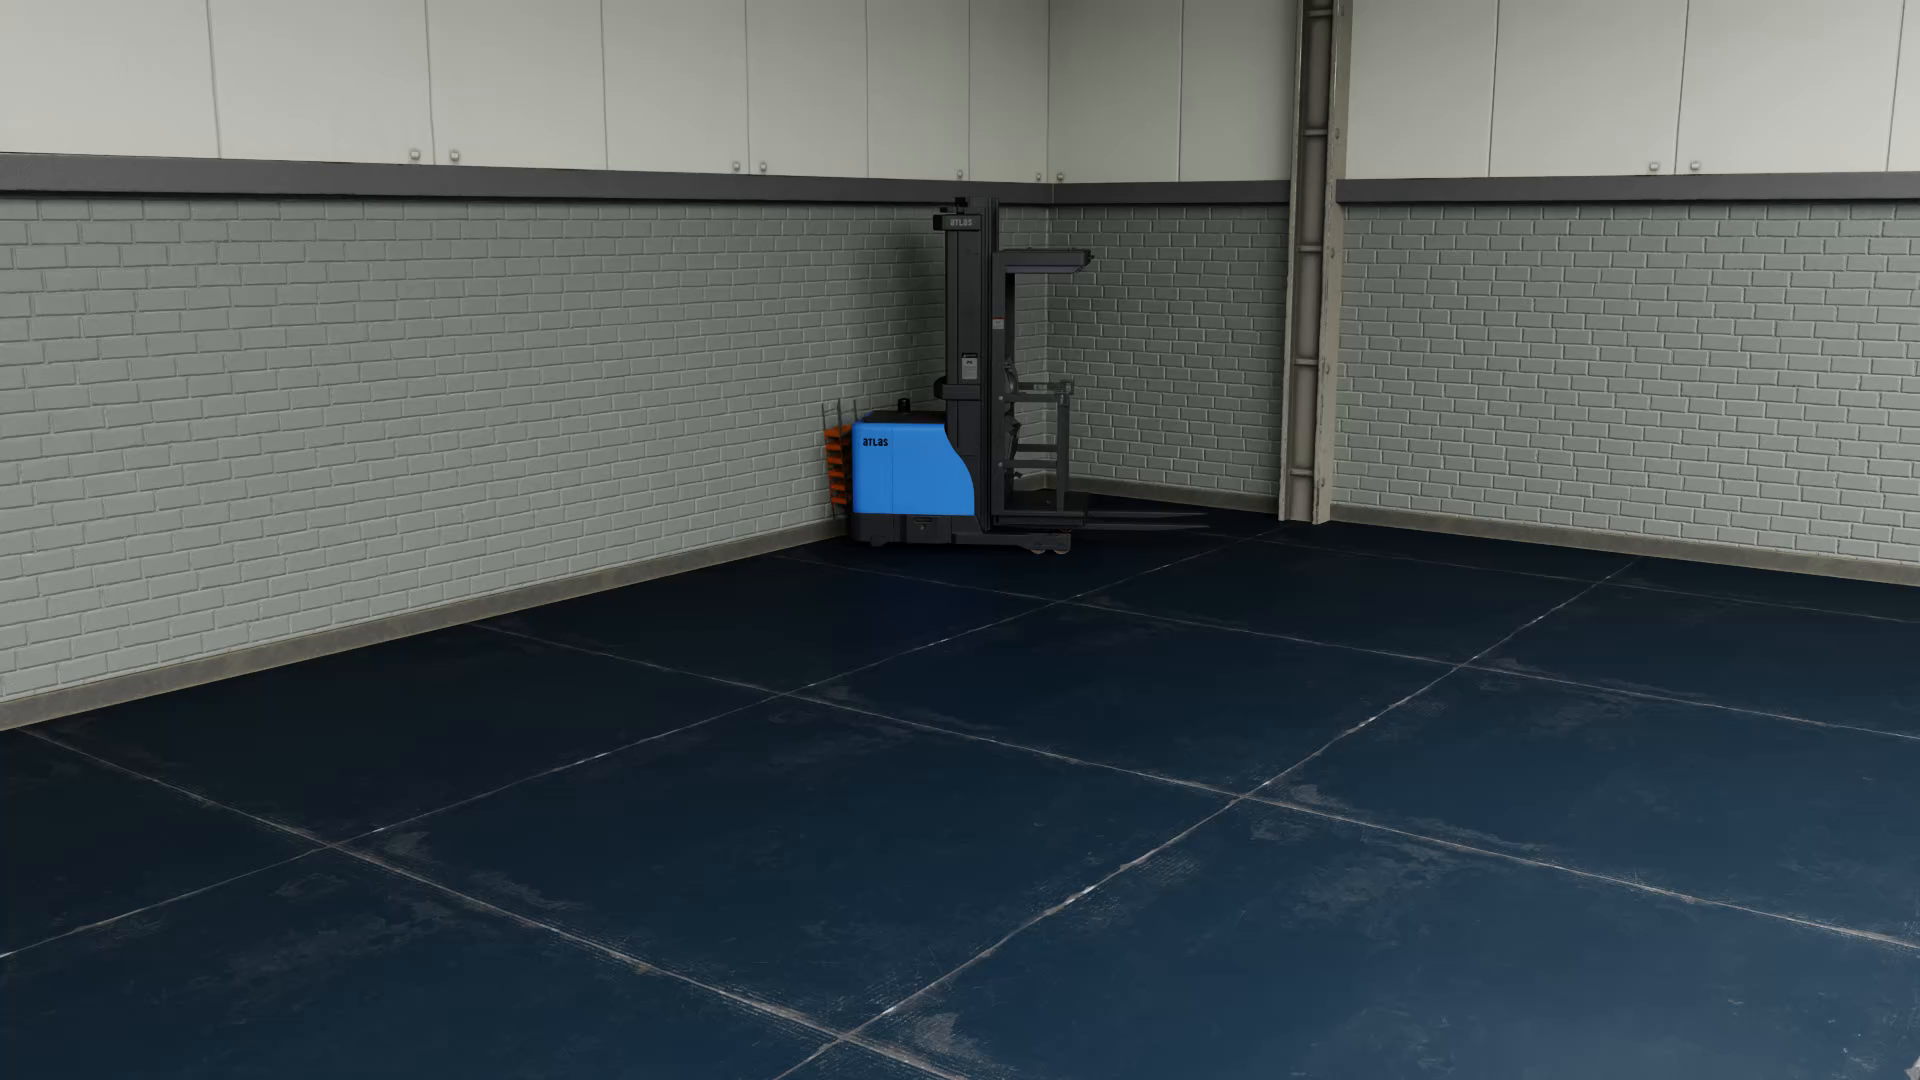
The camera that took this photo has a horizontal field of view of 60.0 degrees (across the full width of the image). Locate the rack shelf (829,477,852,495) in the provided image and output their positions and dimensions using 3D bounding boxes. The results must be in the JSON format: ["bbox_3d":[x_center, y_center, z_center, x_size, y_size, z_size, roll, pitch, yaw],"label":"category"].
[{"bbox_3d":[-0.994,-0.469,14.607,0.180,0.103,0.258,8,21,37],"label":"rack shelf"}]

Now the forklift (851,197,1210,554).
[{"bbox_3d":[0.625,-1.426,14.185,3.031,2.935,1.130,1,11,6],"label":"forklift"}]

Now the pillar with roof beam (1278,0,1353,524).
[{"bbox_3d":[0.663,-3.948,11.243,0.400,9.000,9.100,8,13,36],"label":"pillar with roof beam"}]

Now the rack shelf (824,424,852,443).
[{"bbox_3d":[-1.032,-0.927,14.471,0.180,0.103,0.258,8,21,37],"label":"rack shelf"}]

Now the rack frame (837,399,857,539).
[{"bbox_3d":[-0.935,-0.616,14.505,0.006,1.200,0.240,8,21,37],"label":"rack frame"}]

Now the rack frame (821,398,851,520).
[{"bbox_3d":[-1.080,-0.636,14.615,0.006,1.200,0.240,8,21,37],"label":"rack frame"}]

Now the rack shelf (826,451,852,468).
[{"bbox_3d":[-1.013,-0.698,14.539,0.180,0.103,0.258,8,21,37],"label":"rack shelf"}]

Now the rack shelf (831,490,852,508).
[{"bbox_3d":[-0.985,-0.354,14.641,0.180,0.103,0.258,8,21,37],"label":"rack shelf"}]

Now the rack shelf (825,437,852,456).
[{"bbox_3d":[-1.023,-0.813,14.505,0.180,0.103,0.258,8,21,37],"label":"rack shelf"}]

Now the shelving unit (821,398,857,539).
[{"bbox_3d":[-1.007,-0.626,14.560,0.189,1.200,0.258,8,21,37],"label":"shelving unit"}]

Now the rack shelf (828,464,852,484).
[{"bbox_3d":[-1.004,-0.583,14.573,0.180,0.103,0.258,8,21,37],"label":"rack shelf"}]
